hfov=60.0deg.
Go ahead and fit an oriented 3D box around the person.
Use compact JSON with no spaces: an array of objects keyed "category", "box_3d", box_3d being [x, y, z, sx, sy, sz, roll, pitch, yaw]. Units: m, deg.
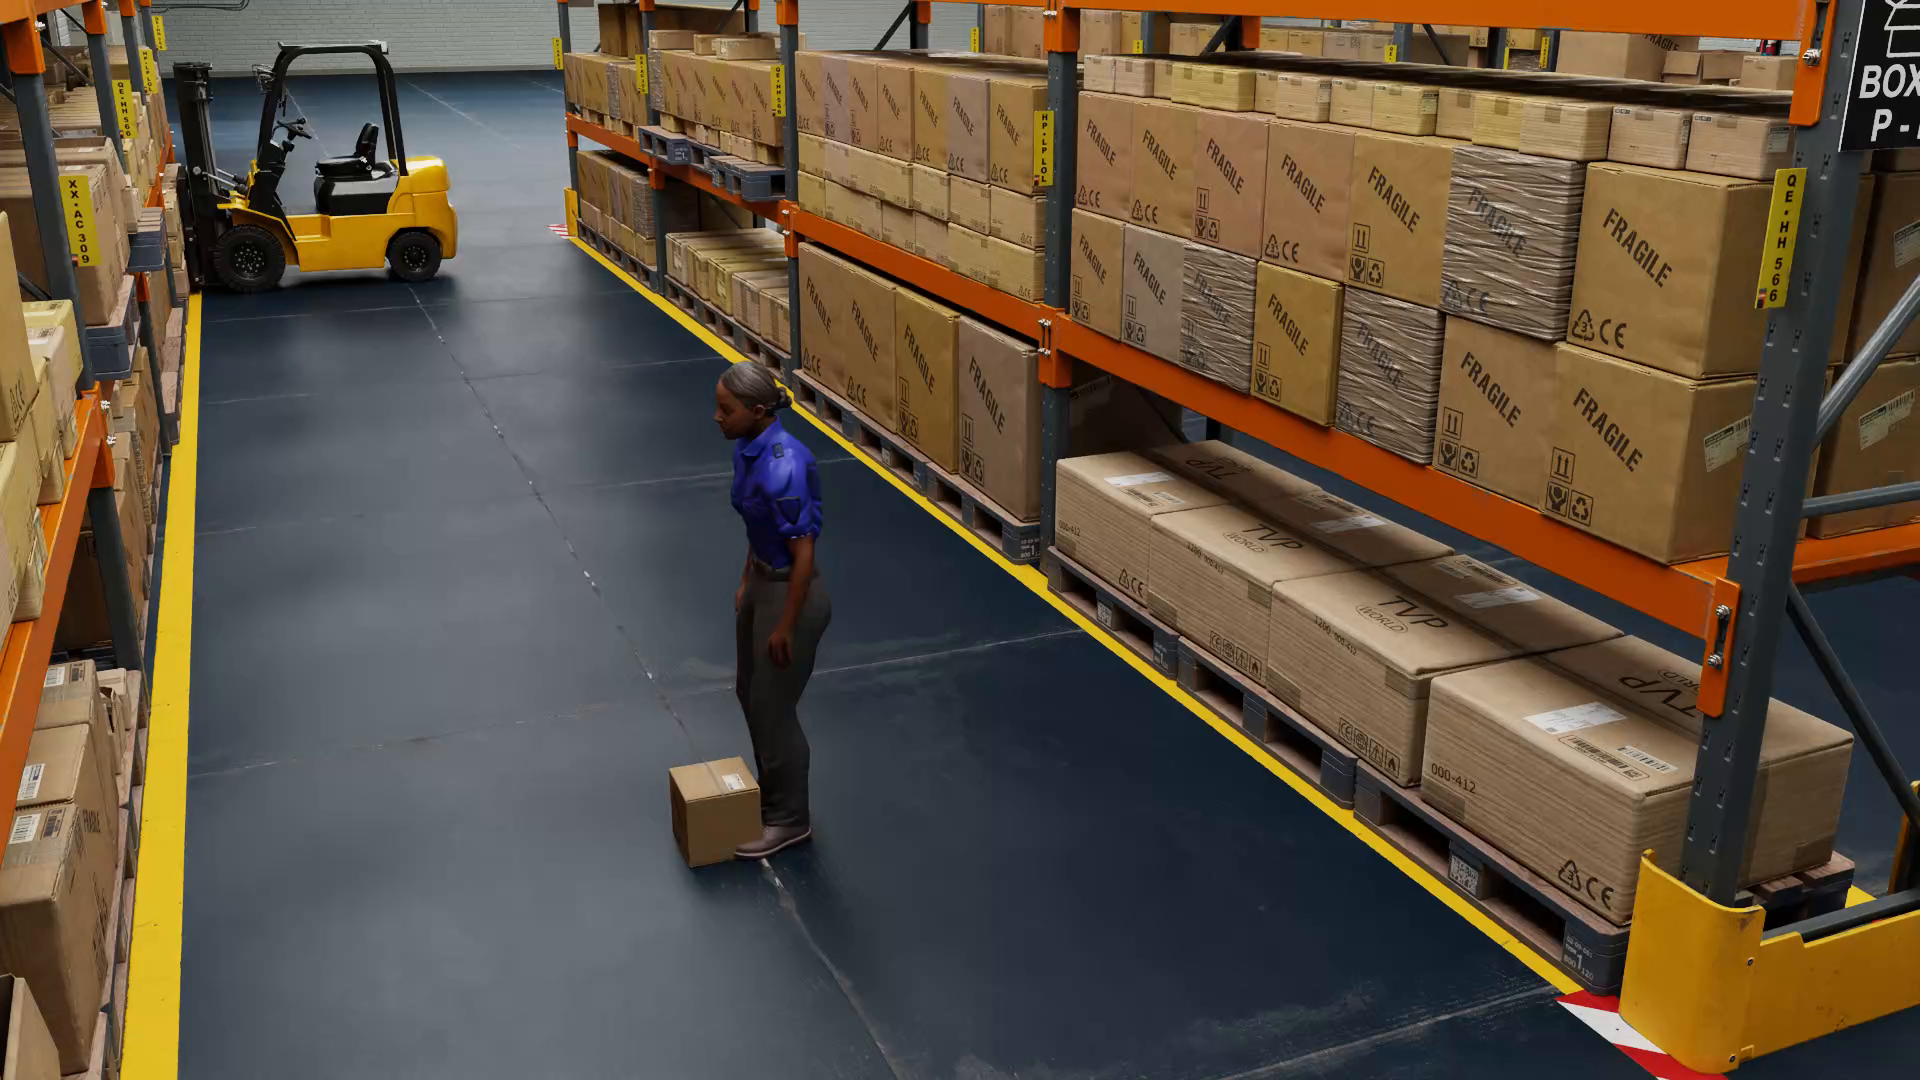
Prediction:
[{"category":"person","box_3d":[-0.633,0.215,5.446,0.391,1.655,0.505,-8,20,-22]}]
